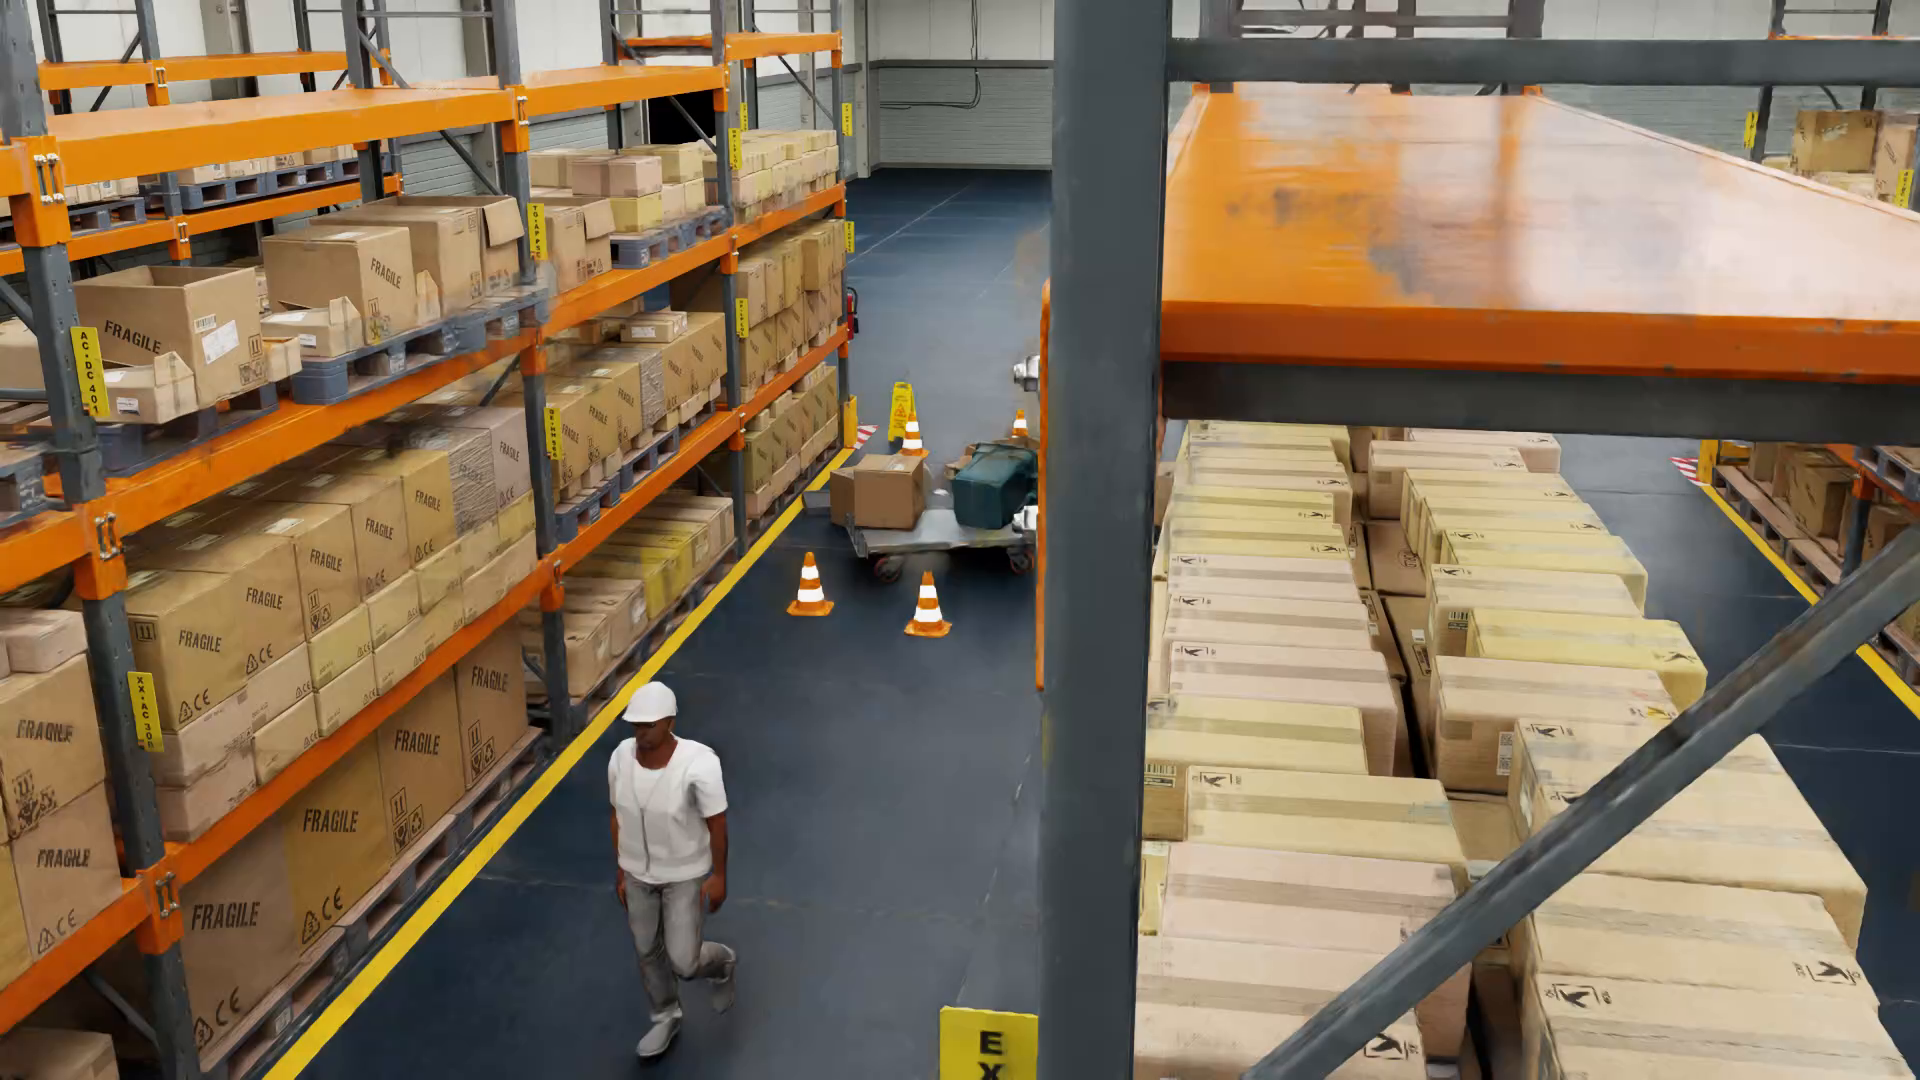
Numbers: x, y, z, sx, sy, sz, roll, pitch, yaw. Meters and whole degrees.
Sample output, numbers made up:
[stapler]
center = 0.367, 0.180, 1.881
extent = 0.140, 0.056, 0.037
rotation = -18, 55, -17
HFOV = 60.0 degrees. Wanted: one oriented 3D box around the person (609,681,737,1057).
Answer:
[person]
center = -1.278, 1.441, 7.434
extent = 0.575, 1.756, 0.543
rotation = 6, 19, 19
